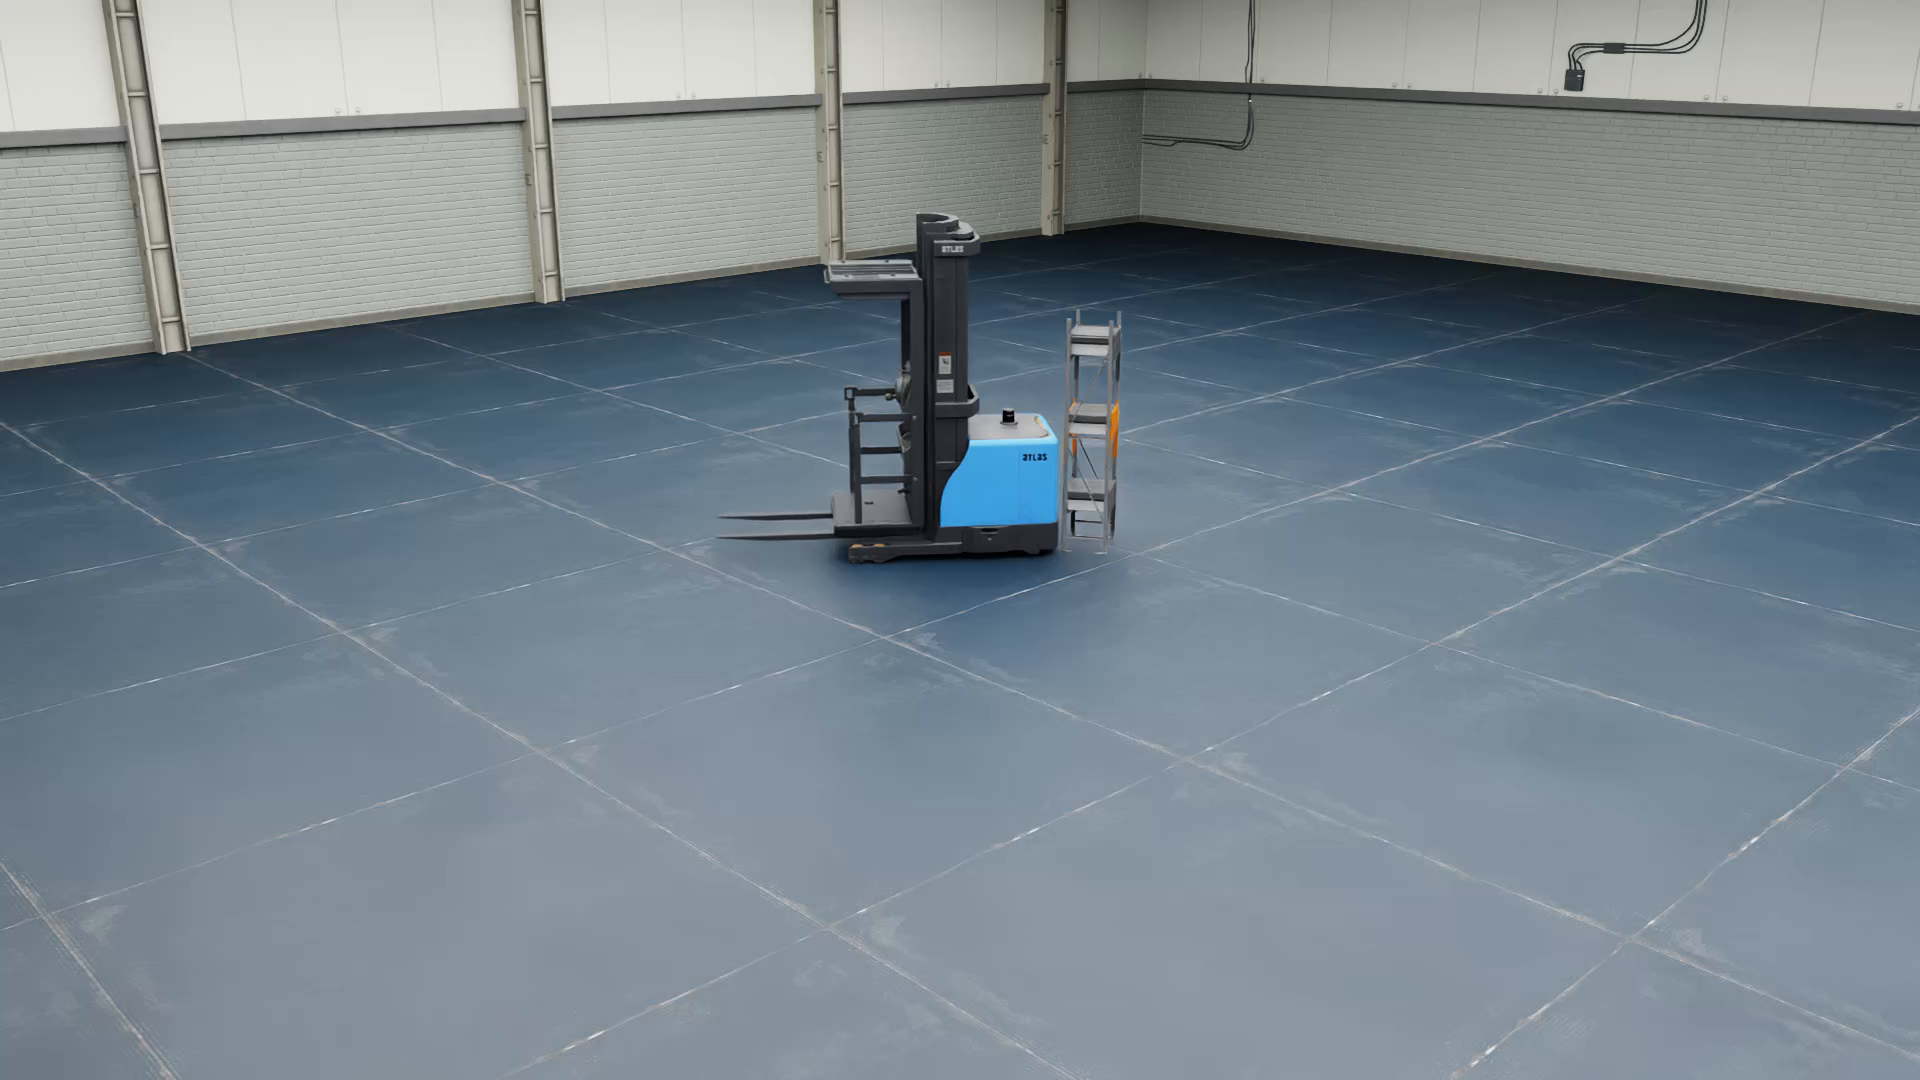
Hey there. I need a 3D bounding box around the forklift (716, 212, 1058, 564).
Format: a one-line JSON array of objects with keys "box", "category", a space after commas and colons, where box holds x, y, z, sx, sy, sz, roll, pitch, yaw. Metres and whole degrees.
[{"box": [-0.677, -1.358, 14.686, 3.031, 2.935, 1.130, -2, 18, -6], "category": "forklift"}]

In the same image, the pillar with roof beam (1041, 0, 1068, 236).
[{"box": [4.919, -9.802, 30.890, 0.400, 9.000, 9.100, -16, 24, -41], "category": "pillar with roof beam"}]

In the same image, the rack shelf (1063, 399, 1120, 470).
[{"box": [1.169, -0.944, 14.793, 0.431, 0.518, 0.480, 4, 18, 12], "category": "rack shelf"}]

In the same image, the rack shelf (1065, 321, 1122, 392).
[{"box": [1.170, -1.611, 14.583, 0.431, 0.518, 0.480, 4, 18, 12], "category": "rack shelf"}]

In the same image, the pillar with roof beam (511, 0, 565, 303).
[{"box": [-3.800, -7.259, 23.048, 0.400, 9.000, 9.100, -16, 24, -41], "category": "pillar with roof beam"}]

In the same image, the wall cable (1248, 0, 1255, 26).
[{"box": [6.869, -11.413, 32.707, 0.112, 2.526, 3.097, -16, 24, -41], "category": "wall cable"}]

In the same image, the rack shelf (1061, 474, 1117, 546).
[{"box": [1.168, -0.276, 15.003, 0.431, 0.518, 0.480, 4, 18, 12], "category": "rack shelf"}]

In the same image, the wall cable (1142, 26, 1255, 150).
[{"box": [5.011, -9.617, 35.356, 0.112, 2.526, 3.097, -16, 24, -41], "category": "wall cable"}]

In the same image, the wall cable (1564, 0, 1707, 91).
[{"box": [11.522, -10.581, 27.781, 0.169, 6.003, 2.305, -16, 24, -41], "category": "wall cable"}]

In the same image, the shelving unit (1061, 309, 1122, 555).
[{"box": [1.169, -0.957, 14.789, 0.431, 2.100, 0.503, 4, 18, 12], "category": "shelving unit"}]

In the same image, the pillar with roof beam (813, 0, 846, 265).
[{"box": [0.560, -8.530, 26.969, 0.400, 9.000, 9.100, -16, 24, -41], "category": "pillar with roof beam"}]

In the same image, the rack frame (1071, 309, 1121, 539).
[{"box": [1.224, -1.028, 15.016, 0.400, 2.100, 0.015, 4, 18, 12], "category": "rack frame"}]

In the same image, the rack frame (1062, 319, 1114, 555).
[{"box": [1.114, -0.885, 14.562, 0.400, 2.100, 0.015, 4, 18, 12], "category": "rack frame"}]

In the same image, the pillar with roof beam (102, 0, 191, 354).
[{"box": [-8.160, -5.987, 19.126, 0.400, 9.000, 9.100, -16, 24, -41], "category": "pillar with roof beam"}]
